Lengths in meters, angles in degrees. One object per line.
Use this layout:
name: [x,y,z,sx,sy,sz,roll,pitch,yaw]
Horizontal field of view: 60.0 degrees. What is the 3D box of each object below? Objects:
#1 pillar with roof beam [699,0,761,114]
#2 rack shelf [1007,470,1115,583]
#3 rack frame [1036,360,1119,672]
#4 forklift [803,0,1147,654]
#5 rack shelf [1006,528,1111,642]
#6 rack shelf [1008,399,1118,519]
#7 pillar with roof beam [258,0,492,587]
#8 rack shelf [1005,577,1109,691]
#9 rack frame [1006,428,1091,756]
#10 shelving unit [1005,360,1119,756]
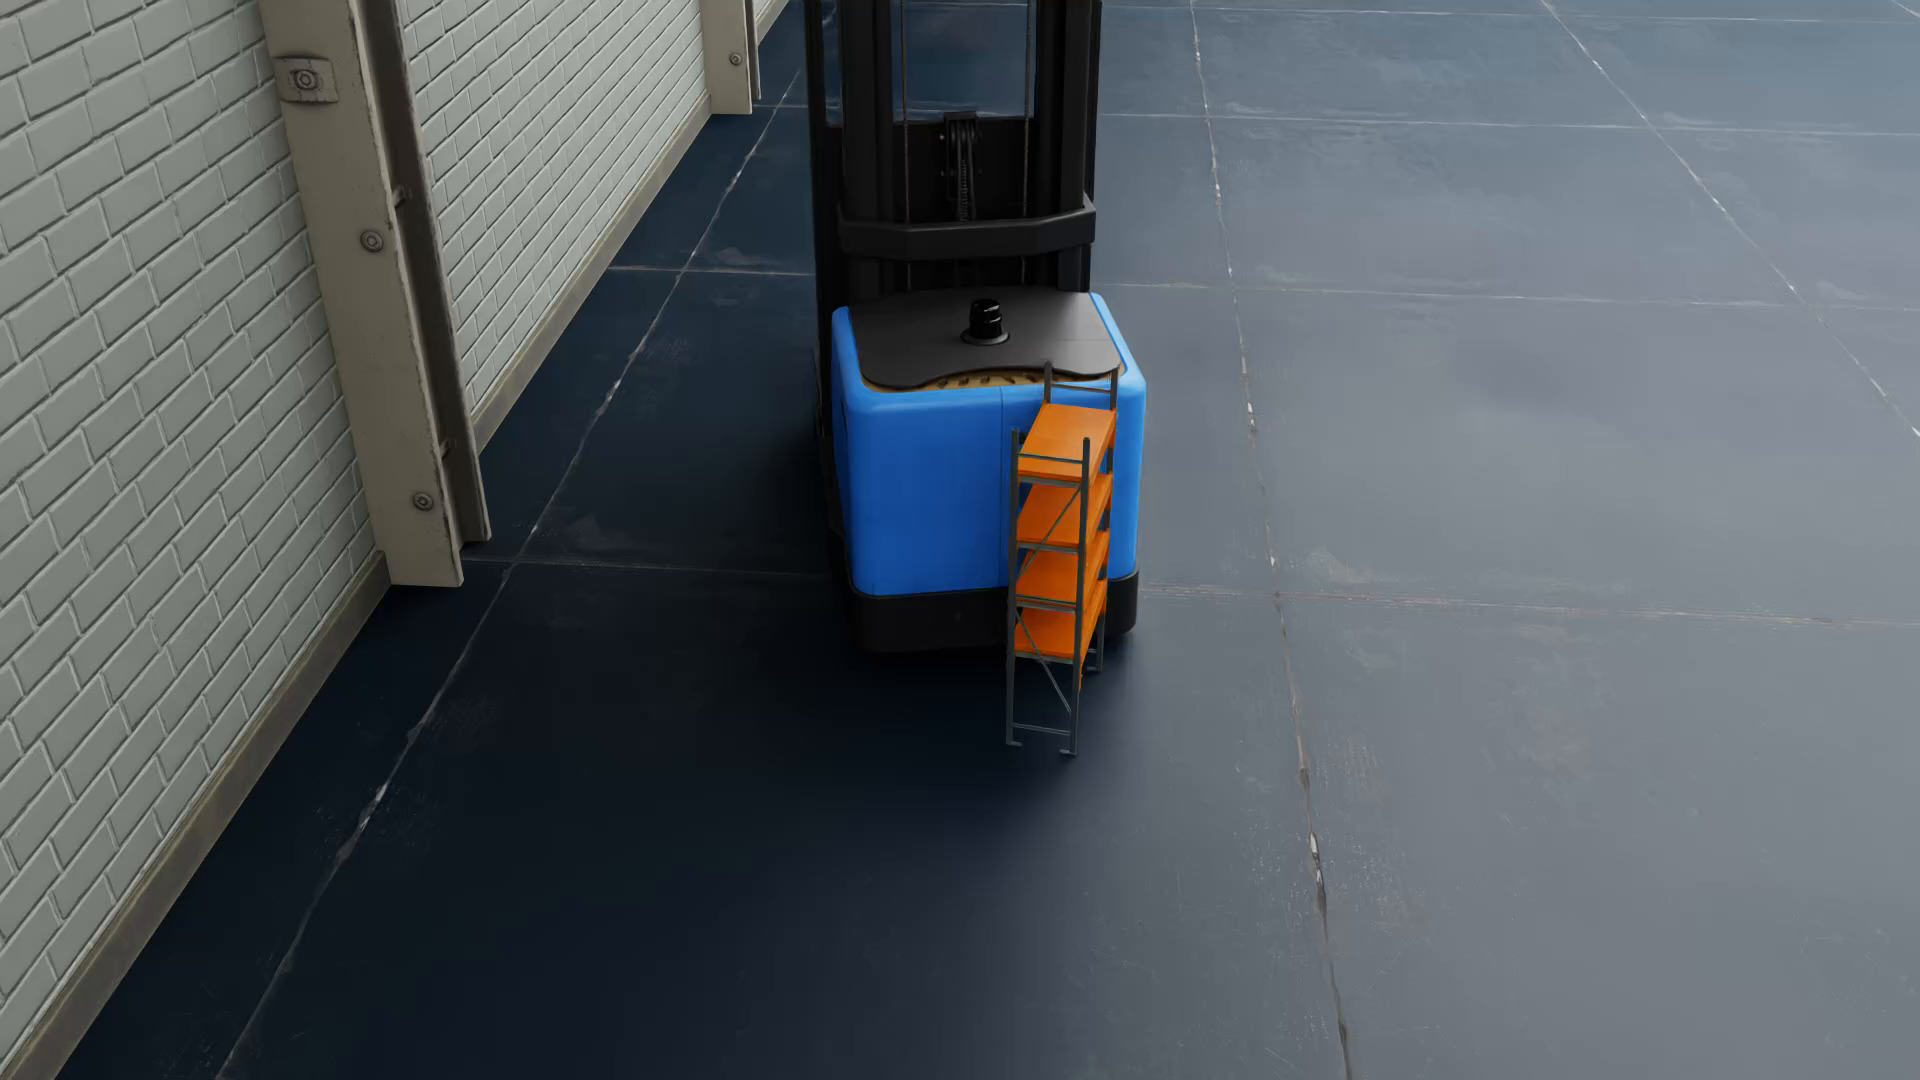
pillar with roof beam: [2.699,-6.712,9.064,9.100,9.000,0.400,2,32,4]
rack shelf: [0.333,-0.064,5.412,0.258,0.148,0.480,8,32,12]
rack frame: [0.393,-0.055,5.695,0.240,1.200,0.015,8,32,12]
forklift: [-0.060,-1.596,6.546,1.130,2.935,3.031,-4,32,-7]
rack shelf: [0.333,0.127,5.529,0.258,0.148,0.480,8,32,12]
rack shelf: [0.333,-0.265,5.288,0.258,0.148,0.480,8,32,12]
pillar with roof beam: [2.211,-3.575,3.973,9.100,9.000,0.400,2,32,4]
rack shelf: [0.333,0.296,5.633,0.258,0.148,0.480,8,32,12]
rack frame: [0.272,0.193,5.293,0.240,1.200,0.015,8,32,12]
shelving unit: [0.333,0.069,5.494,0.258,1.200,0.503,8,32,12]
